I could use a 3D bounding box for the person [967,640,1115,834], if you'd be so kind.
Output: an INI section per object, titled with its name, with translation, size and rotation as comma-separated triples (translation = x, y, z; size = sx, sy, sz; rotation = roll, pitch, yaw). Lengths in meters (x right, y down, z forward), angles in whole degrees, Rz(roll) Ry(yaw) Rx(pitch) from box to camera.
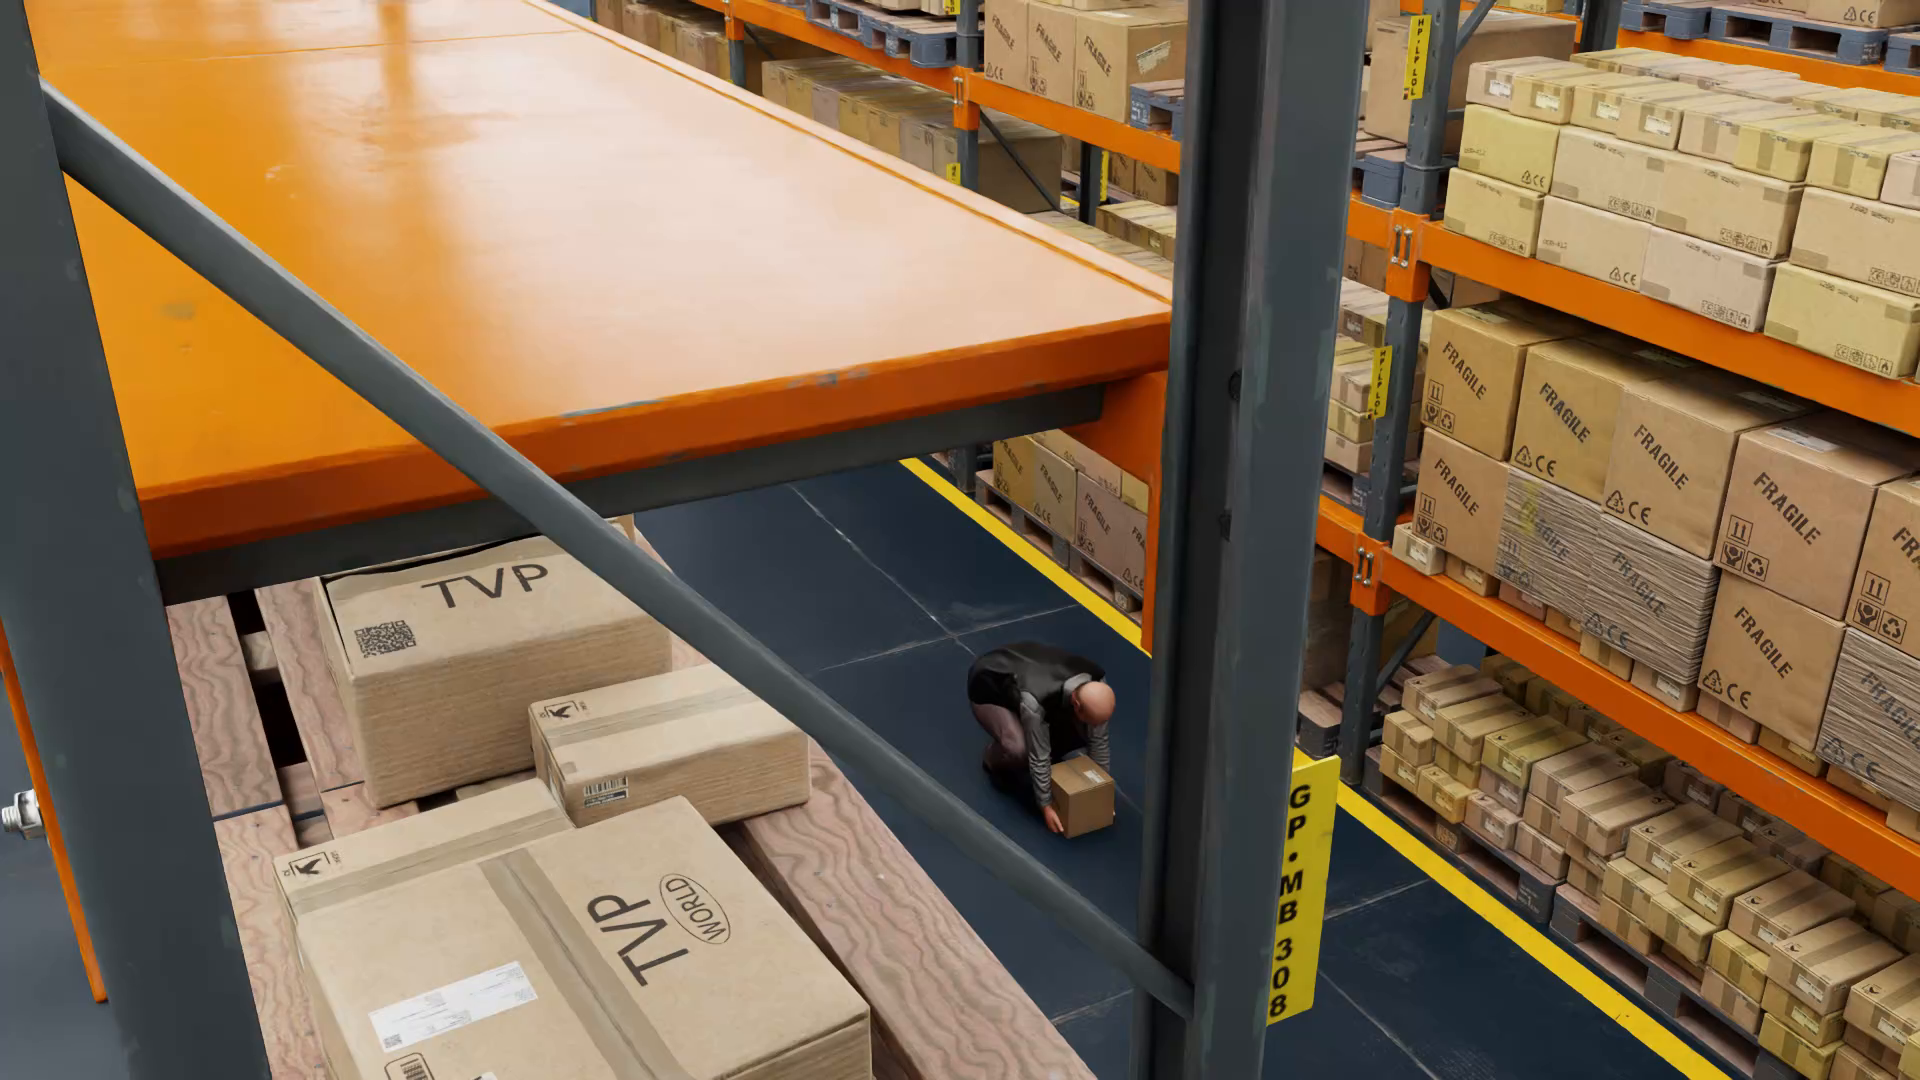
[person]
translation = 0.405, 0.897, 7.970
size = 0.514, 0.827, 0.914
rotation = -13, 28, -26
